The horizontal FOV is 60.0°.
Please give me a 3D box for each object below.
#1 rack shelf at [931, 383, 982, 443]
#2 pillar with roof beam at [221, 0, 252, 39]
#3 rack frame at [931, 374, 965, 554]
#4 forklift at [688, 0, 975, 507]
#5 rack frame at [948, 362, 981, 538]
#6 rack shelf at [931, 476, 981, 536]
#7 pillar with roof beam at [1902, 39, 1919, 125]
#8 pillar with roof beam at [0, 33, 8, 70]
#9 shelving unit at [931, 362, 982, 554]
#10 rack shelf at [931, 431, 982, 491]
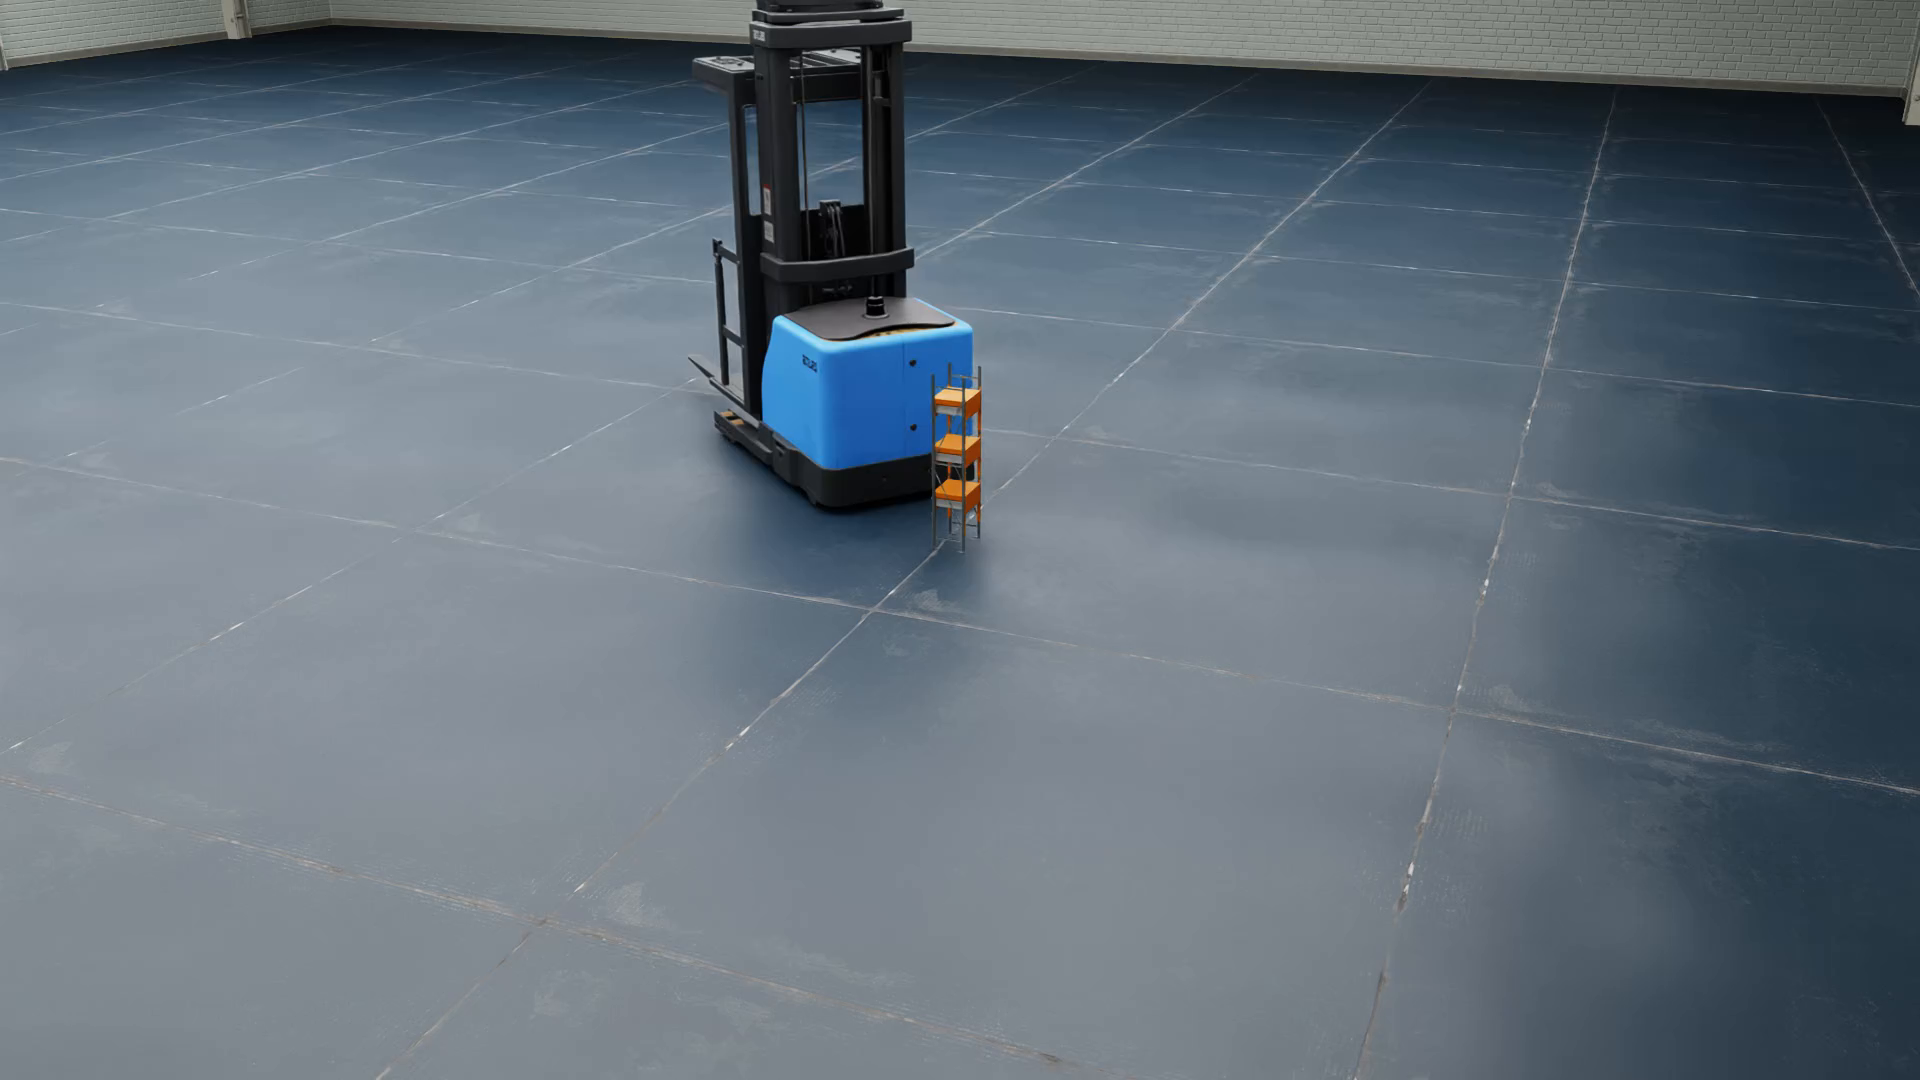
[{"bbox_3d":[-0.020,-0.717,9.397,0.215,0.259,0.240,9,24,20],"label":"rack shelf"},{"bbox_3d":[-11.242,-14.157,31.968,9.100,9.000,0.400,9,24,20],"label":"pillar with roof beam"},{"bbox_3d":[-0.065,-0.422,9.397,0.200,1.050,0.008,9,24,20],"label":"rack frame"},{"bbox_3d":[-1.039,-2.080,10.928,1.130,2.935,3.031,-12,25,-26],"label":"forklift"},{"bbox_3d":[0.025,-0.509,9.606,0.200,1.050,0.008,9,24,20],"label":"rack frame"},{"bbox_3d":[-0.020,-0.199,9.613,0.215,0.259,0.240,9,24,20],"label":"rack shelf"},{"bbox_3d":[10.010,-10.880,24.123,9.100,9.000,0.400,9,24,20],"label":"pillar with roof beam"},{"bbox_3d":[-13.471,-12.010,26.828,9.100,9.000,0.400,9,24,20],"label":"pillar with roof beam"},{"bbox_3d":[-0.020,-0.465,9.502,0.215,1.050,0.252,9,24,20],"label":"shelving unit"},{"bbox_3d":[-0.020,-0.456,9.506,0.215,0.259,0.240,9,24,20],"label":"rack shelf"}]
